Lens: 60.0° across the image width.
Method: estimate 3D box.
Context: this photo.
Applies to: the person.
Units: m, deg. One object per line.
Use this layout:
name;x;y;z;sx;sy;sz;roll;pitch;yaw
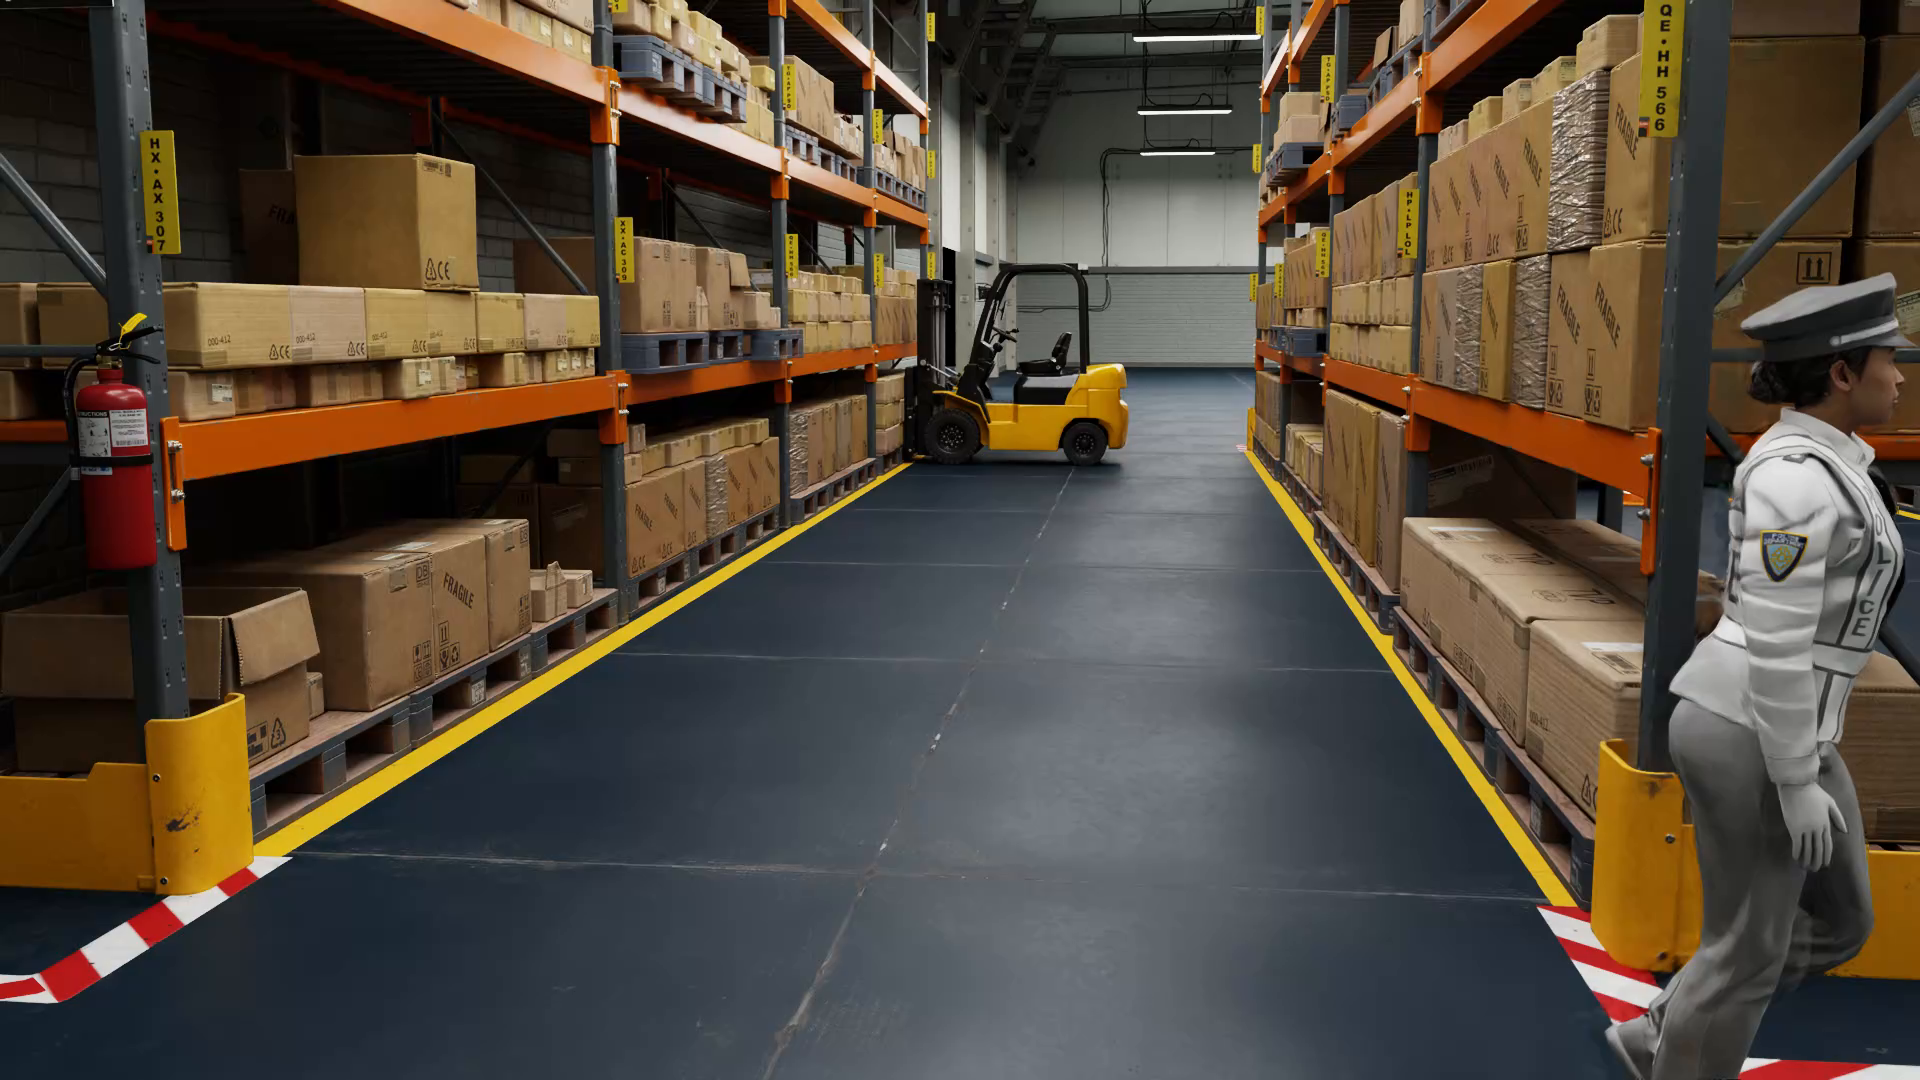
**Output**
person;1.438;0.355;3.015;0.449;1.661;0.520;4;9;28
